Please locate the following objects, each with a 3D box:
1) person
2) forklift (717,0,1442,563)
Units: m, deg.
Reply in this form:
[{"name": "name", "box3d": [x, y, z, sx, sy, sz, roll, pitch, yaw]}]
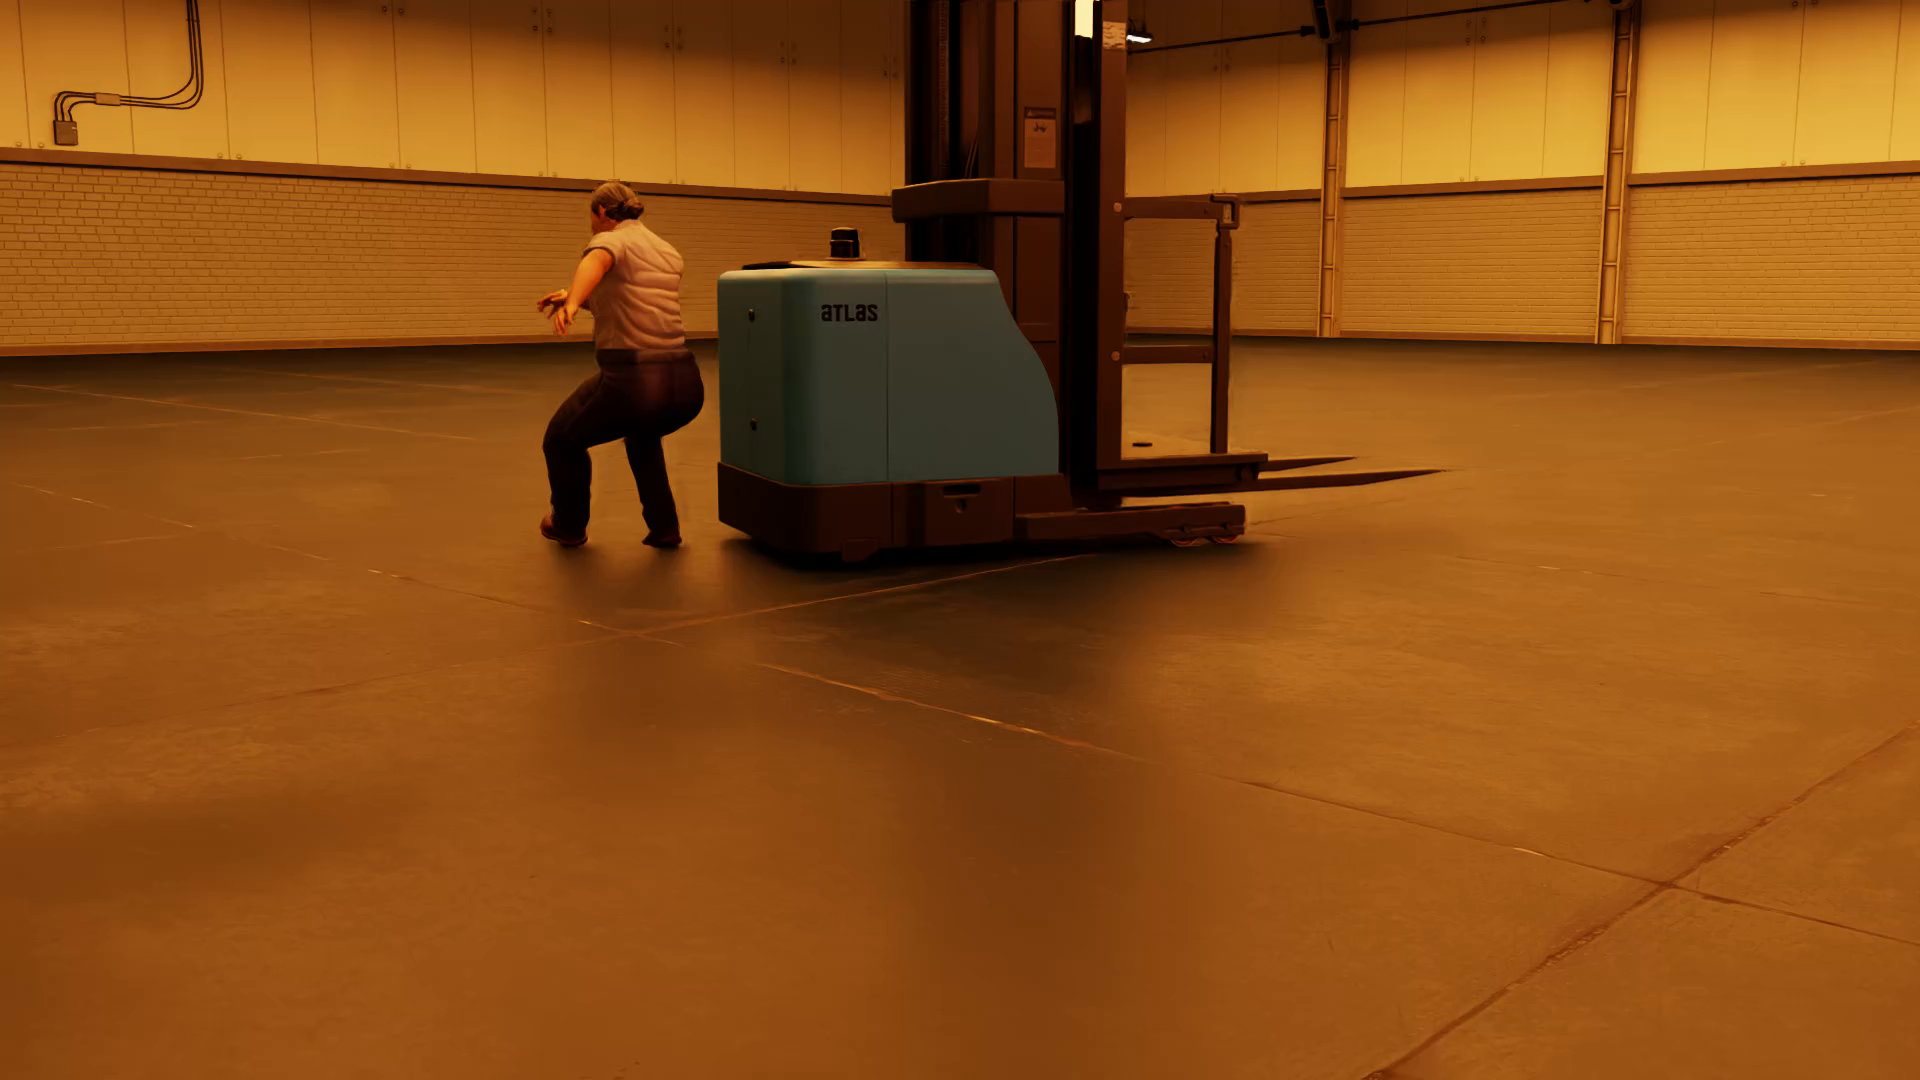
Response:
[{"name": "person", "box3d": [-1.392, -0.596, 6.145, 1.009, 1.442, 0.979, 7, 11, 37]}, {"name": "forklift", "box3d": [0.581, -1.487, 6.752, 3.031, 2.935, 1.130, -4, 9, -23]}]
